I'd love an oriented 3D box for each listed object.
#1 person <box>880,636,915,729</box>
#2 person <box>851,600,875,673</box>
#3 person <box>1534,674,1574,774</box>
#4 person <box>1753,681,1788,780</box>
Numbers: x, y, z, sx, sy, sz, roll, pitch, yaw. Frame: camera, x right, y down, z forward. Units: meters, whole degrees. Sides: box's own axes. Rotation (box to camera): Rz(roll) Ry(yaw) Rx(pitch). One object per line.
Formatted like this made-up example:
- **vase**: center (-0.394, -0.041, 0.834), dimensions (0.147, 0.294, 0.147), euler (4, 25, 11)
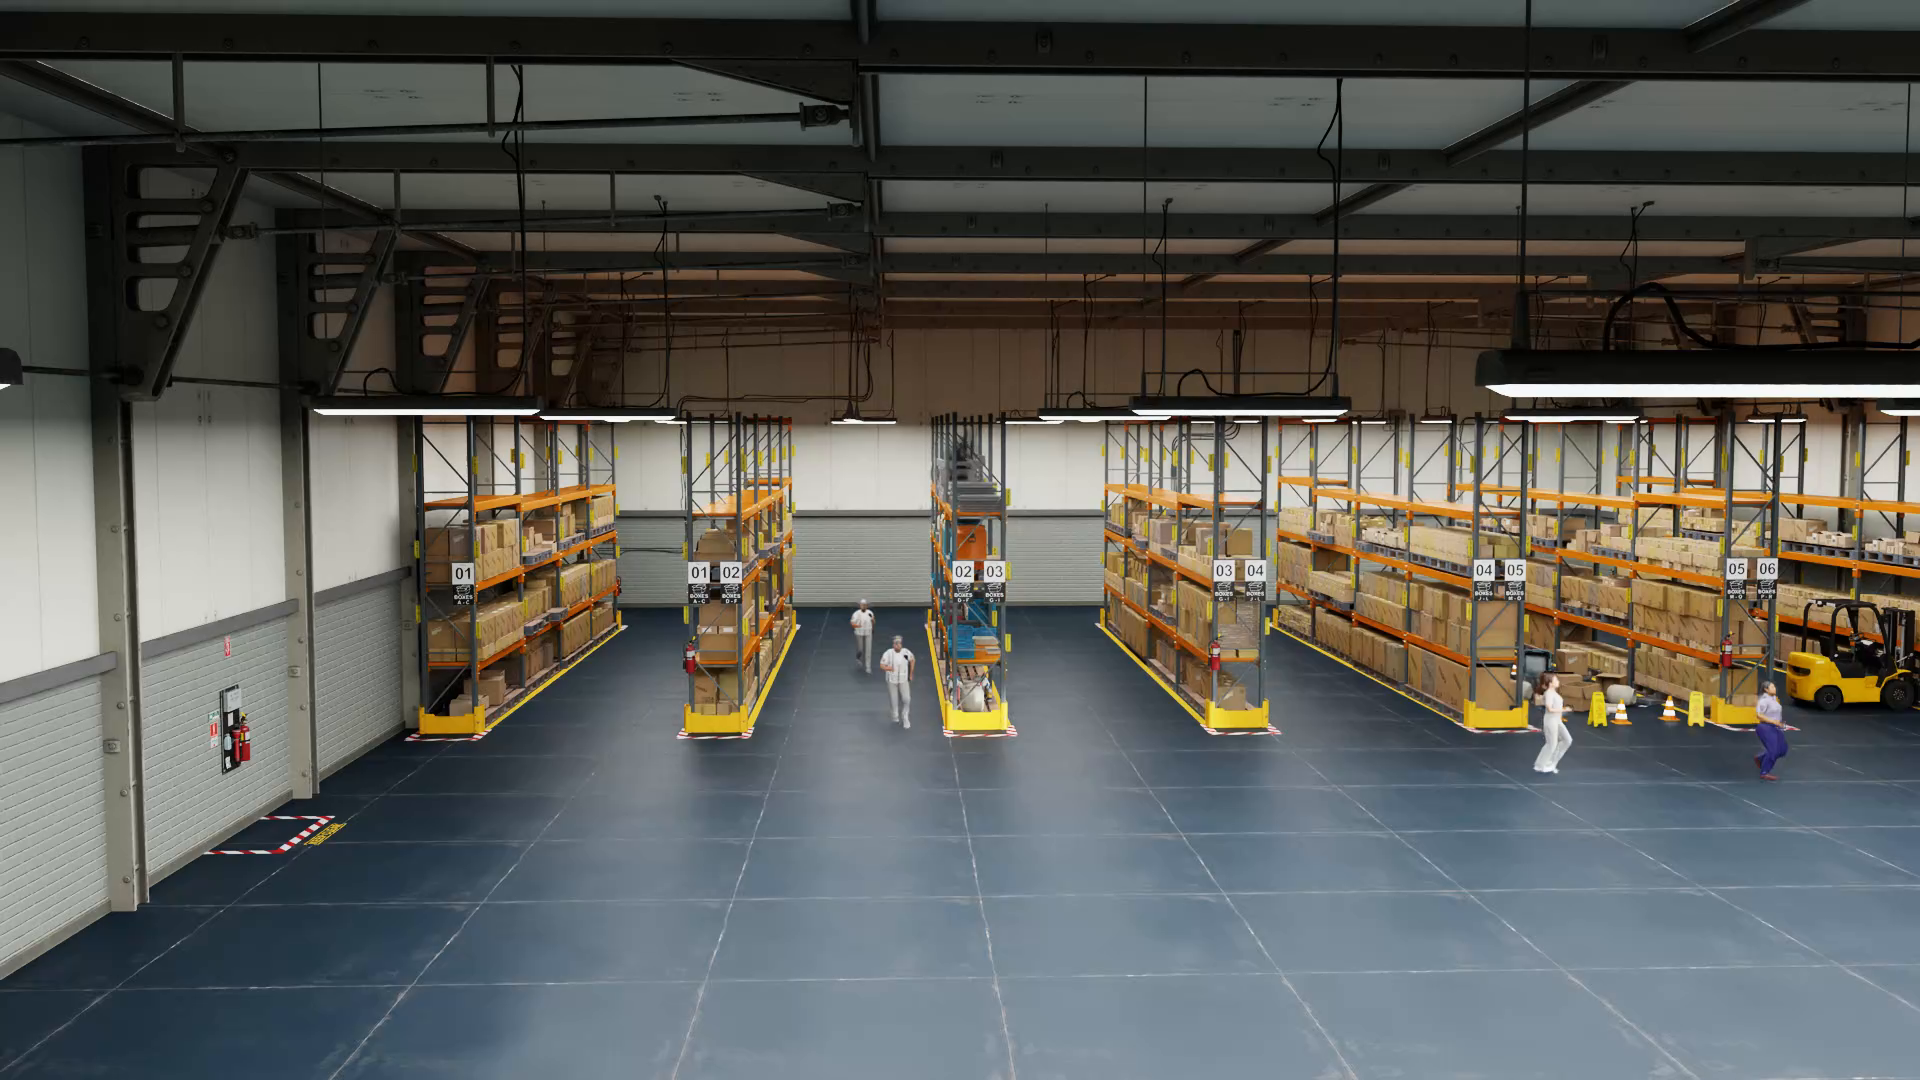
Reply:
- **person**: center (-1.185, 2.704, 31.695), dimensions (0.685, 1.810, 0.818), euler (-1, 4, -8)
- **person**: center (-2.255, 2.233, 38.897), dimensions (0.606, 1.666, 0.914), euler (-1, 4, -13)
- **person**: center (9.794, 3.031, 27.370), dimensions (0.628, 1.667, 0.547), euler (2, 5, 33)
- **person**: center (13.148, 3.090, 27.002), dimensions (0.602, 1.586, 0.568), euler (-4, 5, -43)
